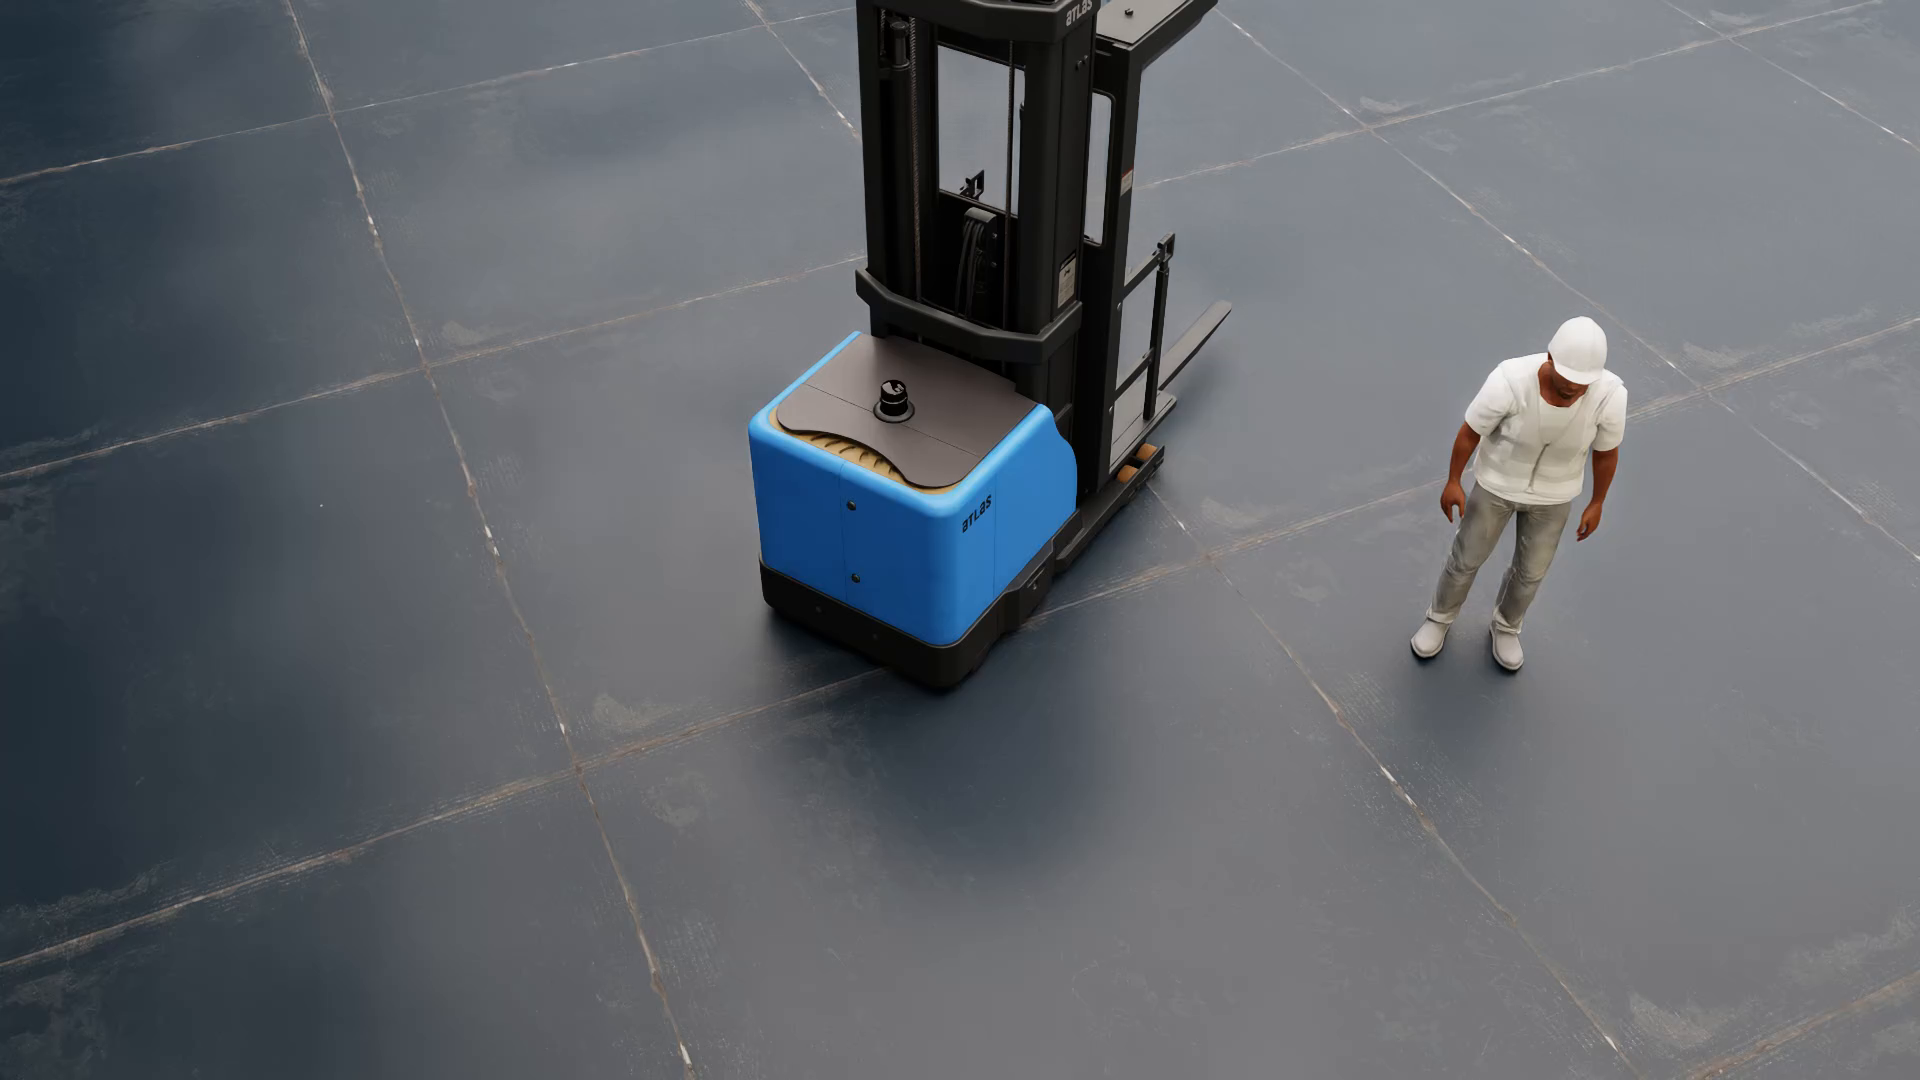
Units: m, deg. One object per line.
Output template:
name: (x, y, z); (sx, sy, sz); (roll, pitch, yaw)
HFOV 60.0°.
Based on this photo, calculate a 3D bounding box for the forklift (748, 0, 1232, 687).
forklift: (0.342, -1.428, 7.211); (1.130, 2.935, 3.031); (24, 48, 24)

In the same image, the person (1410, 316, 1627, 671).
person: (2.289, -0.192, 6.747); (0.637, 1.761, 0.460); (9, 44, 9)
